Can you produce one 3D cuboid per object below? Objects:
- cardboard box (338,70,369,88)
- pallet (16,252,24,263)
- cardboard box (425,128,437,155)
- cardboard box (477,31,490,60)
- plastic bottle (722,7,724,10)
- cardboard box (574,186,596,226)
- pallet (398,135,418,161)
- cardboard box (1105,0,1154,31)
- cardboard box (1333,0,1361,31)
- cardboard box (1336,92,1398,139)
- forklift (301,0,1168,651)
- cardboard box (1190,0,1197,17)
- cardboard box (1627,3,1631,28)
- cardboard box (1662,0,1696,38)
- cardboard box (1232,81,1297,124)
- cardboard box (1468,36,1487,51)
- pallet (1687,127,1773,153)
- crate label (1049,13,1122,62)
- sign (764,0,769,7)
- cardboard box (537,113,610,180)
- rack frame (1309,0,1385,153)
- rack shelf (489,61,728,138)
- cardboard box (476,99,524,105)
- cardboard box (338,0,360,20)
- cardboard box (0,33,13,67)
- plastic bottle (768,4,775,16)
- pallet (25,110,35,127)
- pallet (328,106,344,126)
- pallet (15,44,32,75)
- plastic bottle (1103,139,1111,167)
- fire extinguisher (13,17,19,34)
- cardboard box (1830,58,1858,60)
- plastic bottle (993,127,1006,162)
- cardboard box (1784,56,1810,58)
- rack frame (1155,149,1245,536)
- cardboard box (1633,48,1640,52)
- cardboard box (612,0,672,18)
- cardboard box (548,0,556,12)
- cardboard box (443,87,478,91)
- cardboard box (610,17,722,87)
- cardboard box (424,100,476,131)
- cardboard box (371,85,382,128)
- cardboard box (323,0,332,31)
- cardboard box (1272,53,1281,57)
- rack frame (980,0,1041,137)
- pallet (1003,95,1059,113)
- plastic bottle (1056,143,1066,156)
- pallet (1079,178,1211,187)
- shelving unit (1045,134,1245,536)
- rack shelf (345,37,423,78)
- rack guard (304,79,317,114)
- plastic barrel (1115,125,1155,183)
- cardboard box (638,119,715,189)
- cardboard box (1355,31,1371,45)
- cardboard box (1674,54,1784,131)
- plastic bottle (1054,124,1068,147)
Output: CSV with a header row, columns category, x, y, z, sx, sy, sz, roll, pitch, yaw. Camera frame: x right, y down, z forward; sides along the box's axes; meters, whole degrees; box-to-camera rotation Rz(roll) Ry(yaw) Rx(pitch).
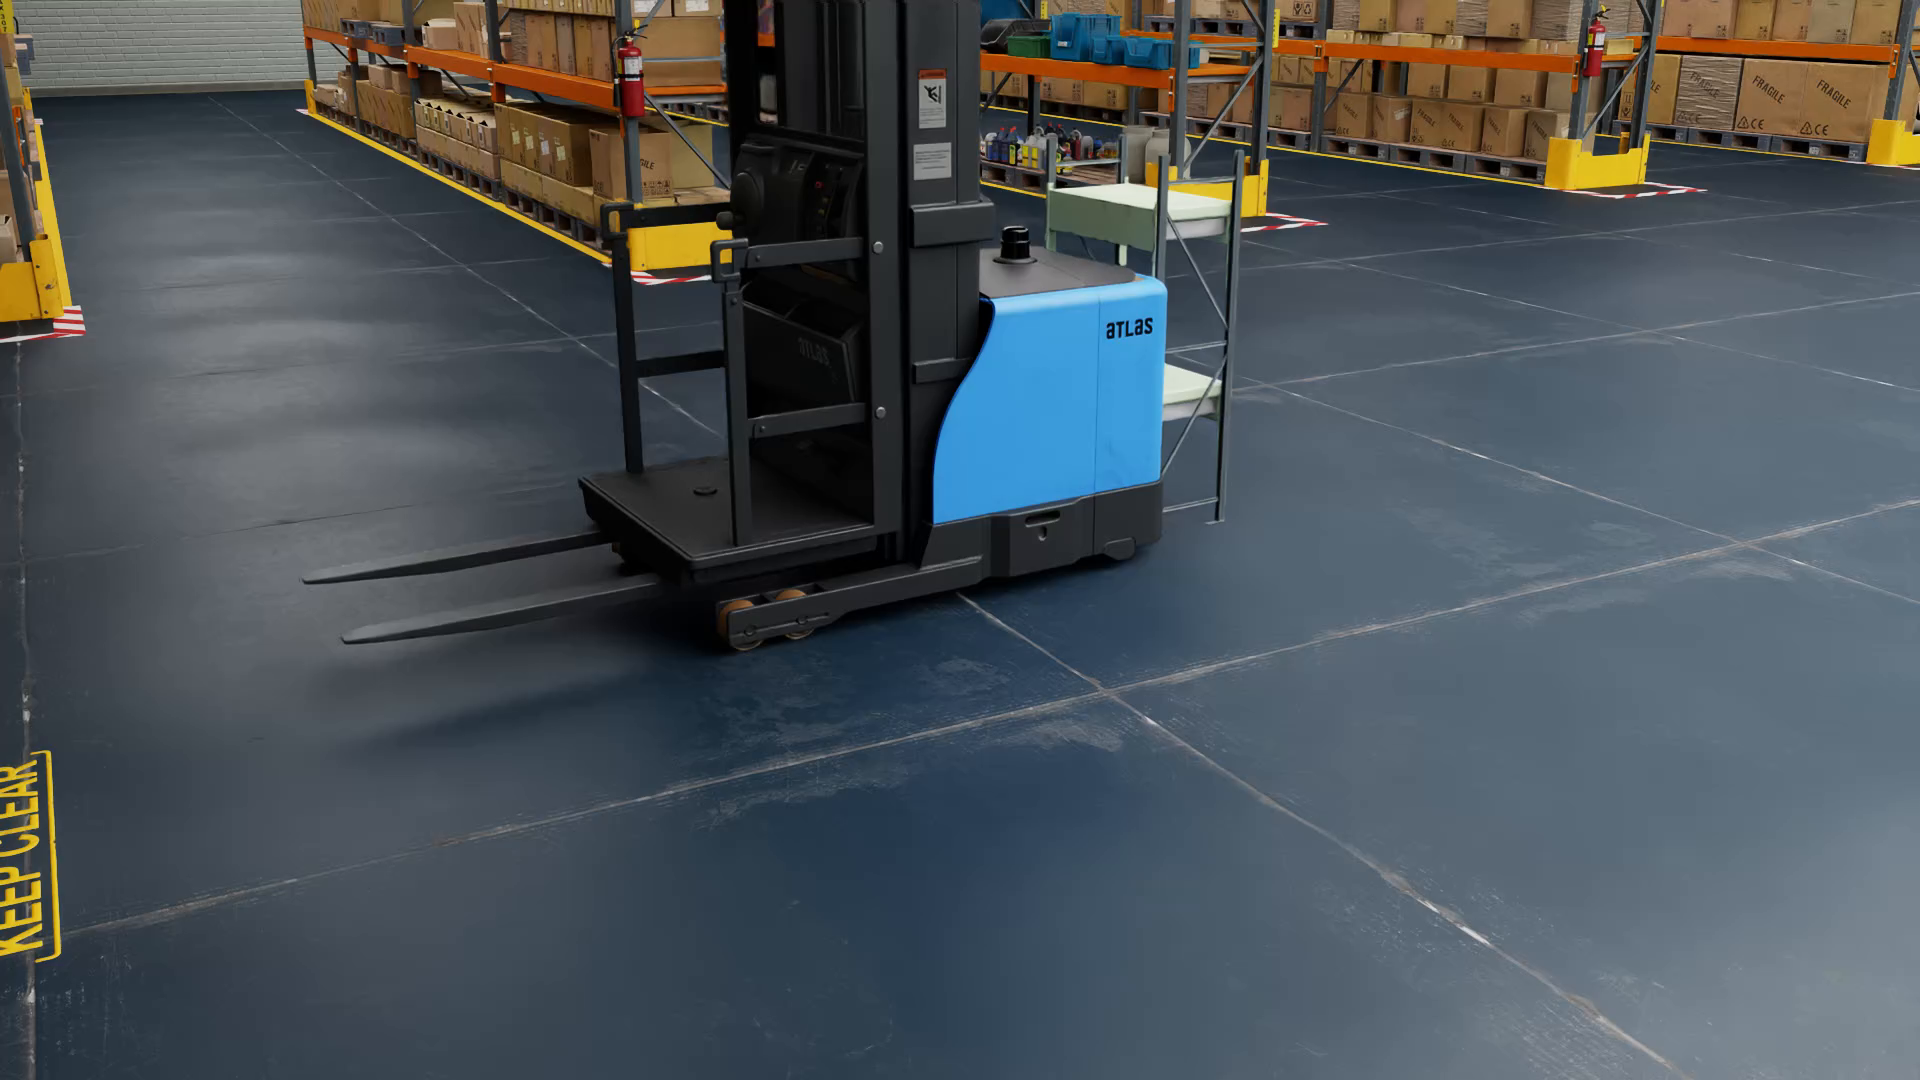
category,x,y,z,sx,sy,sz,roll,pitch,yaw
cardboard box,-8.641,-6.589,24.280,0.797,0.503,0.637,-10,21,-27
pallet,-6.795,-1.751,11.384,1.003,0.211,1.213,-10,21,-27
cardboard box,-5.615,-4.433,18.451,0.500,0.250,0.500,-11,22,-28
cardboard box,-4.525,-4.886,16.399,0.396,0.266,0.258,-11,22,-28
plastic bottle,-3.482,-7.602,24.140,0.144,0.351,0.185,-10,21,-27
cardboard box,-2.809,-2.726,13.505,0.500,0.250,0.500,-10,21,-27
pallet,-6.166,-4.776,20.149,1.003,0.211,1.213,-10,21,-27
cardboard box,2.423,-7.558,23.783,0.500,0.500,0.500,-9,21,-25
cardboard box,4.934,-6.308,19.705,0.875,0.500,0.500,-10,21,-27
cardboard box,4.929,-5.155,20.160,0.500,0.500,0.500,-11,22,-28
forklift,-0.745,-1.212,5.651,3.031,2.935,1.130,-11,22,-29
cardboard box,3.520,-7.360,22.564,0.700,0.500,0.500,-7,20,-19
cardboard box,9.175,-7.238,22.856,0.500,0.500,0.500,-10,21,-26
cardboard box,9.654,-6.811,21.541,0.875,0.550,0.550,-10,21,-27
cardboard box,4.026,-5.765,21.899,0.700,0.500,0.500,-12,22,-31
cardboard box,5.749,-5.398,18.062,0.380,0.149,0.250,-10,21,-27
pallet,10.063,-5.099,21.085,1.003,0.211,1.213,-10,21,-27
crate label,1.203,-4.847,16.025,0.502,0.435,0.616,-10,21,-27
sign,-2.898,-8.004,24.804,0.100,0.325,0.005,-10,21,-27
cardboard box,-3.287,-3.367,14.213,0.500,0.500,0.500,-10,21,-27
rack frame,4.774,-6.259,20.172,1.000,3.000,0.127,-10,21,-27
rack shelf,-2.996,-3.812,14.182,1.077,0.370,4.000,-10,21,-27
cardboard box,-5.127,-4.777,18.590,0.500,0.311,0.500,-10,22,-27
cardboard box,-7.716,-7.097,21.804,0.500,0.500,0.700,16,25,39
cardboard box,-6.366,-3.286,10.605,0.500,0.500,0.500,-10,21,-27
plastic bottle,-2.698,-7.477,23.776,0.144,0.351,0.185,-10,21,-27
pallet,-13.553,-5.867,23.309,1.003,0.211,1.213,-10,21,-27
pallet,-8.653,-6.252,24.427,1.003,0.211,1.213,-10,21,-27
pallet,-8.538,-4.109,14.234,1.003,0.211,1.213,-10,21,-27
plastic bottle,1.518,-3.958,17.011,0.097,0.271,0.097,0,19,0
fire extinguisher,-13.667,-7.304,23.891,0.296,0.674,0.183,-10,21,-27
cardboard box,16.247,-8.607,29.973,0.875,0.625,0.625,-9,21,-25
plastic bottle,0.434,-4.152,17.451,0.144,0.351,0.185,-9,21,-25
cardboard box,15.573,-8.817,30.774,0.500,0.500,0.500,-9,21,-25
rack frame,0.912,-0.750,6.505,0.400,1.500,0.023,-11,22,-30
cardboard box,11.342,-8.348,28.838,0.875,0.875,0.875,-10,22,-27
cardboard box,-2.395,-4.012,12.511,0.380,0.149,0.250,-10,22,-28
cardboard box,-3.250,-4.528,14.009,0.380,0.149,0.250,-10,21,-27
cardboard box,-6.297,-5.370,20.751,0.500,0.500,0.500,-10,22,-27
cardboard box,-2.256,-3.761,12.778,0.700,0.500,0.500,-10,21,-27
cardboard box,-5.598,-4.693,18.344,0.500,0.311,0.500,-11,22,-28
cardboard box,-7.235,-5.576,21.350,0.500,0.500,0.500,-10,21,-26
cardboard box,-8.700,-7.468,23.523,0.500,0.500,0.500,-9,21,-25
cardboard box,5.507,-8.413,28.453,0.500,0.250,0.500,-11,22,-29
rack frame,0.416,-5.492,17.949,1.000,3.000,0.127,-10,21,-27
pallet,1.408,-7.028,26.674,1.003,0.211,1.213,-10,21,-27
plastic bottle,0.962,-3.800,16.547,0.152,0.276,0.135,-10,21,-26
pallet,1.856,-3.274,15.796,1.003,0.211,1.213,-10,21,-27
shelving unit,0.719,-0.851,6.799,0.431,1.500,0.755,-11,22,-30
rack shelf,-6.795,-6.108,20.837,1.077,0.370,4.000,-10,21,-27
rack guard,-9.608,-6.967,26.056,1.175,0.500,0.348,-10,21,-27
plastic barrel,1.697,-3.687,15.888,0.421,0.512,0.421,0,19,0
cardboard box,-2.344,-3.162,13.619,0.500,0.500,0.500,-10,21,-27
cardboard box,4.862,-5.891,19.490,0.380,0.149,0.250,-10,21,-27
cardboard box,9.856,-5.743,21.290,0.875,0.875,0.875,-10,21,-26
plastic bottle,1.066,-4.252,17.743,0.144,0.351,0.185,-11,22,-29
